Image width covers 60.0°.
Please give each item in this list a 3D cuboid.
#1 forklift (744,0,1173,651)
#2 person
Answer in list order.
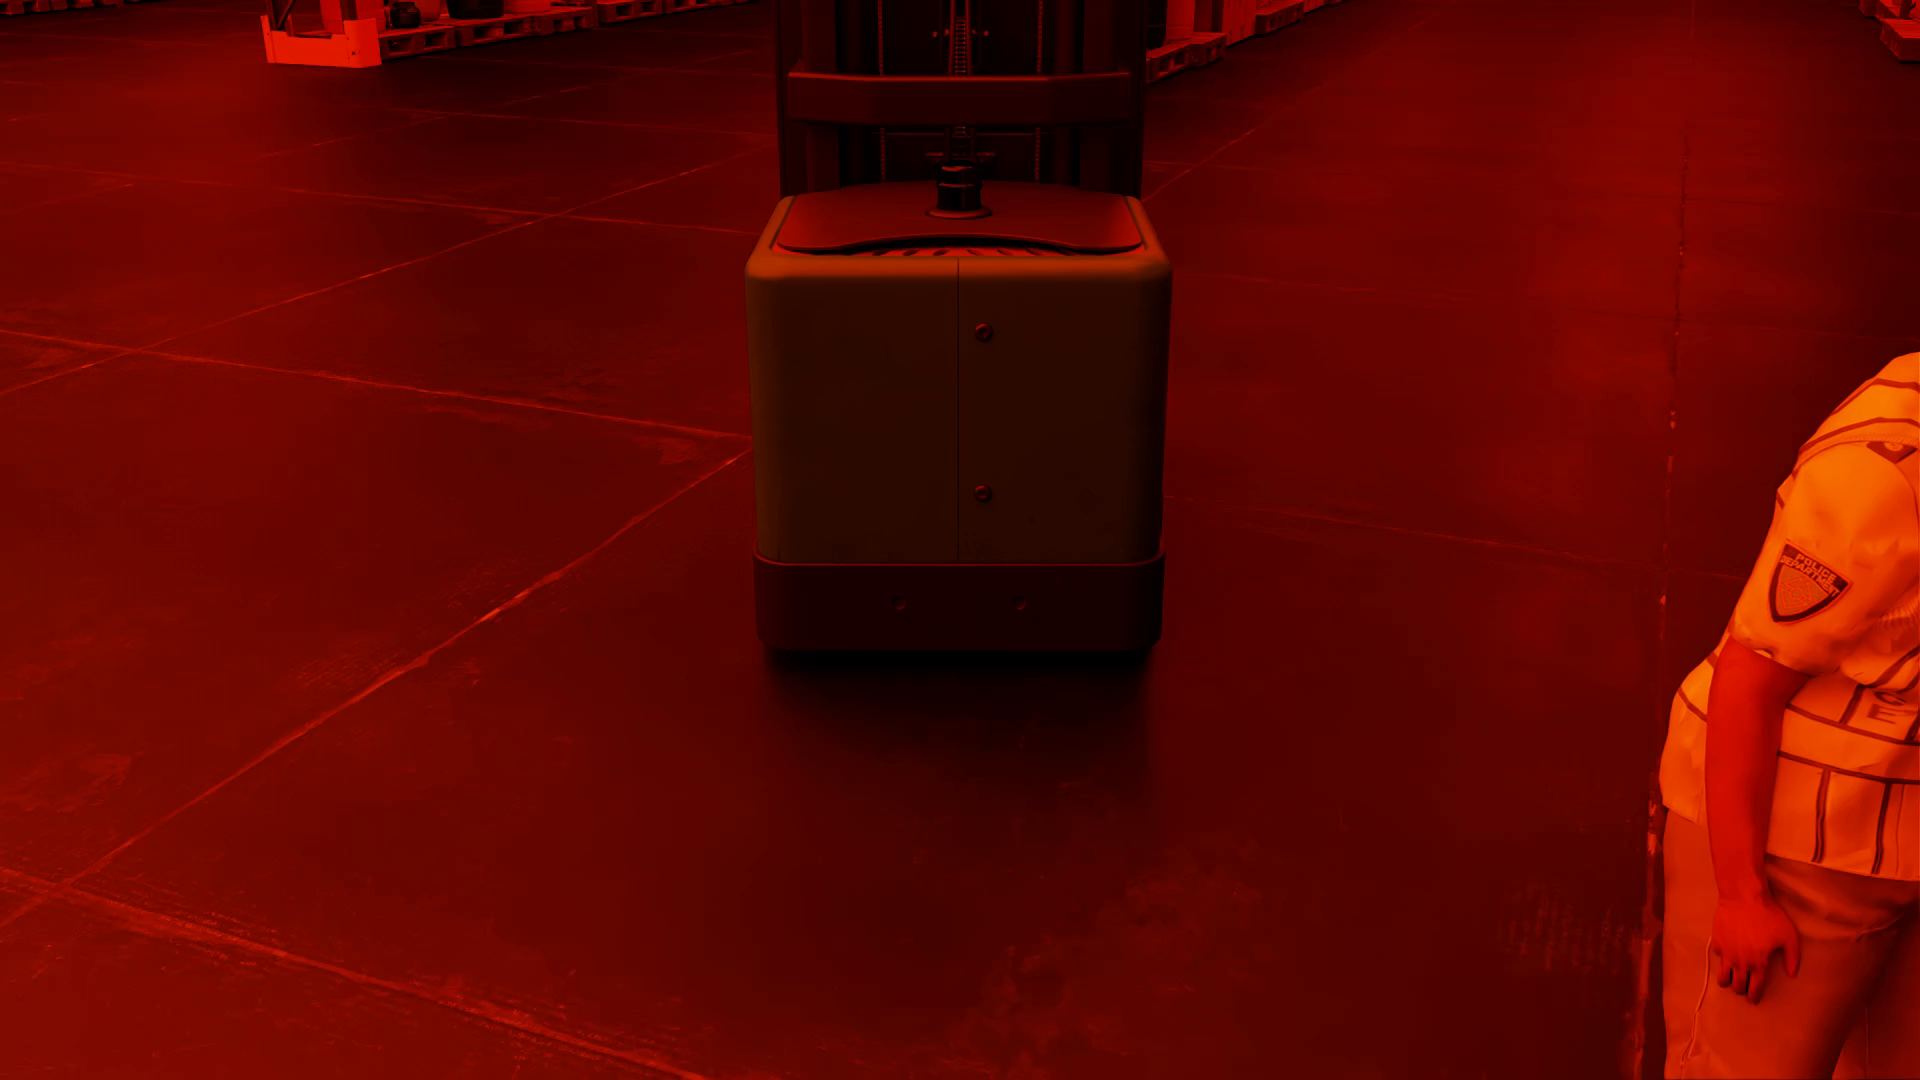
[{"bbox_3d":[0.002,-1.587,5.089,1.130,2.935,3.031,0,23,0],"label":"forklift"},{"bbox_3d":[1.100,0.389,2.006,0.562,1.665,0.470,-9,24,-20],"label":"person"}]
